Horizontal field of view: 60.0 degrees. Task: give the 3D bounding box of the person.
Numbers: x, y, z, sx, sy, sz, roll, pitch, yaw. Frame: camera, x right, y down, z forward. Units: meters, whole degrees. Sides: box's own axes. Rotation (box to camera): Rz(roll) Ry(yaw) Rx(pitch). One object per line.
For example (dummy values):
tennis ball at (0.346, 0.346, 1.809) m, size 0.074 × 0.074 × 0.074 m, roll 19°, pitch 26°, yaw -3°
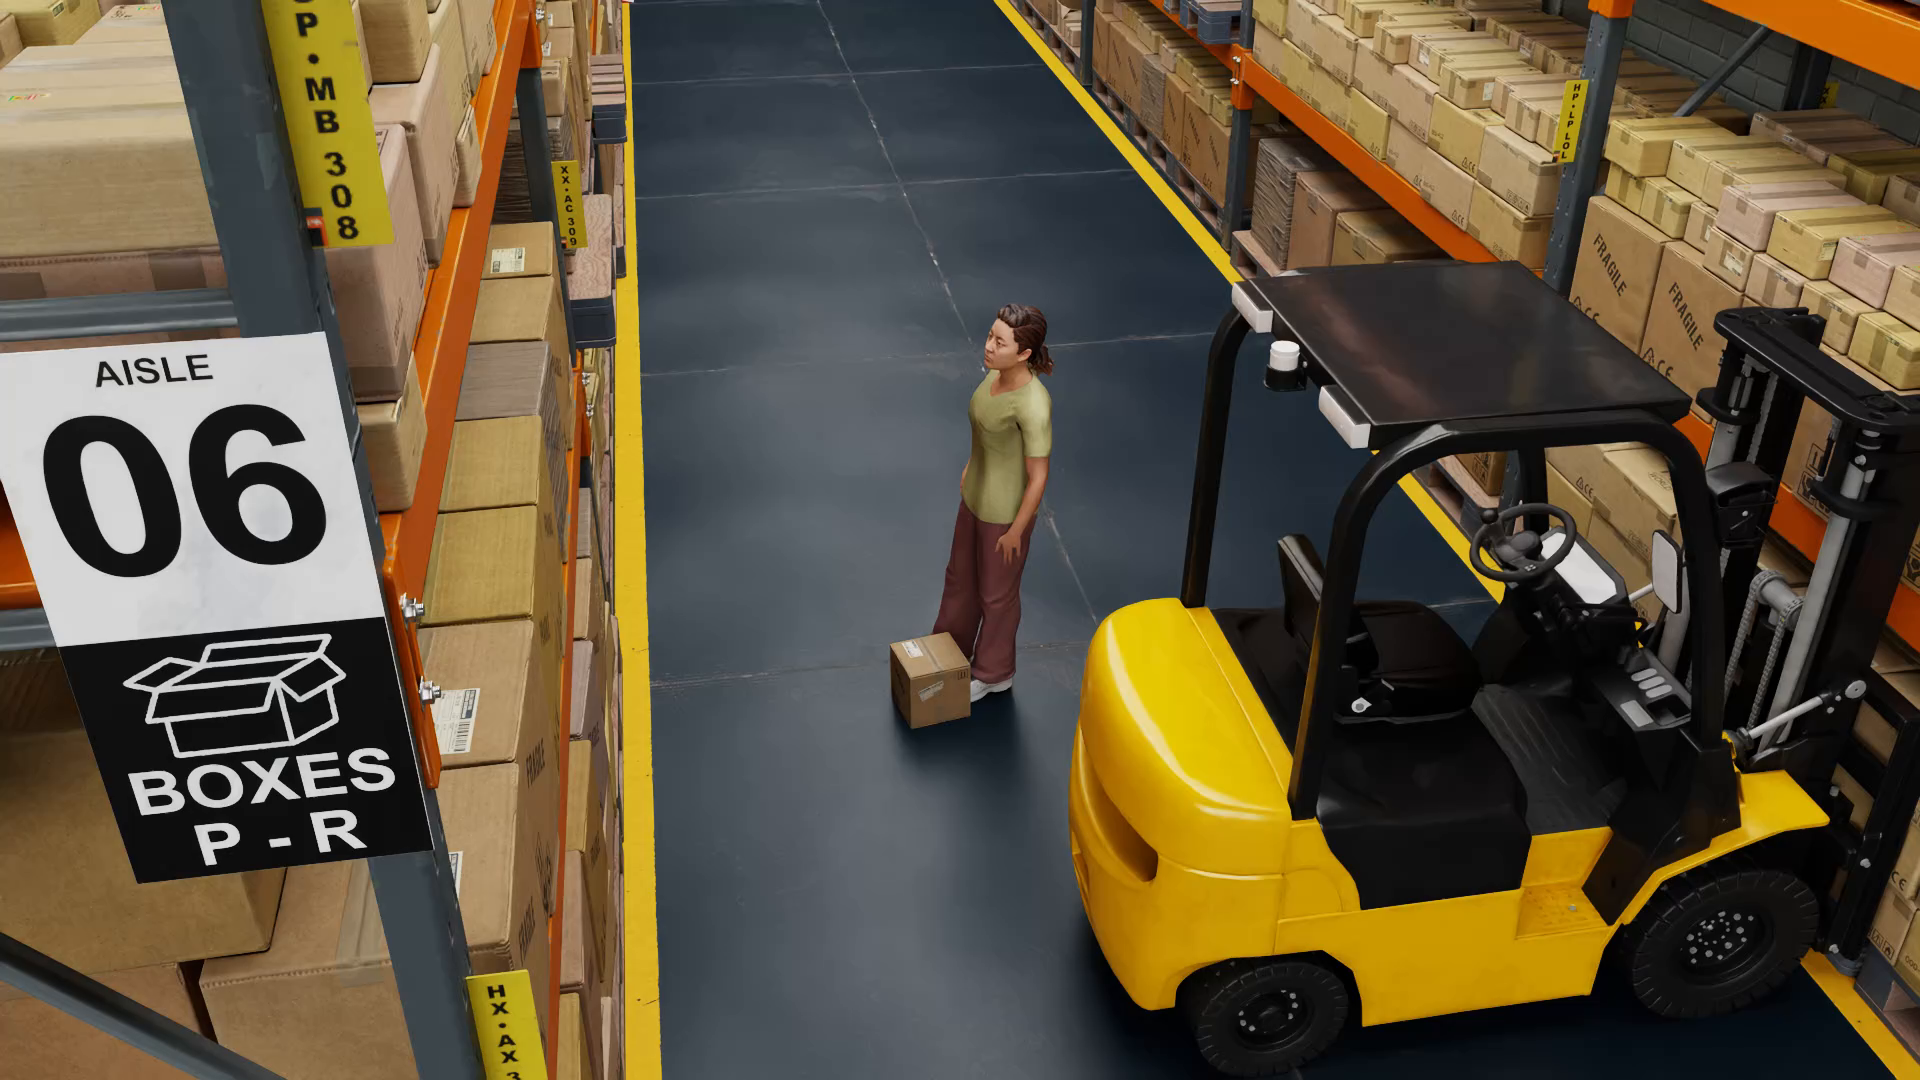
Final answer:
person at (0.076, -0.116, 6.310) m, size 0.548 × 1.673 × 0.554 m, roll -10°, pitch 32°, yaw -15°
